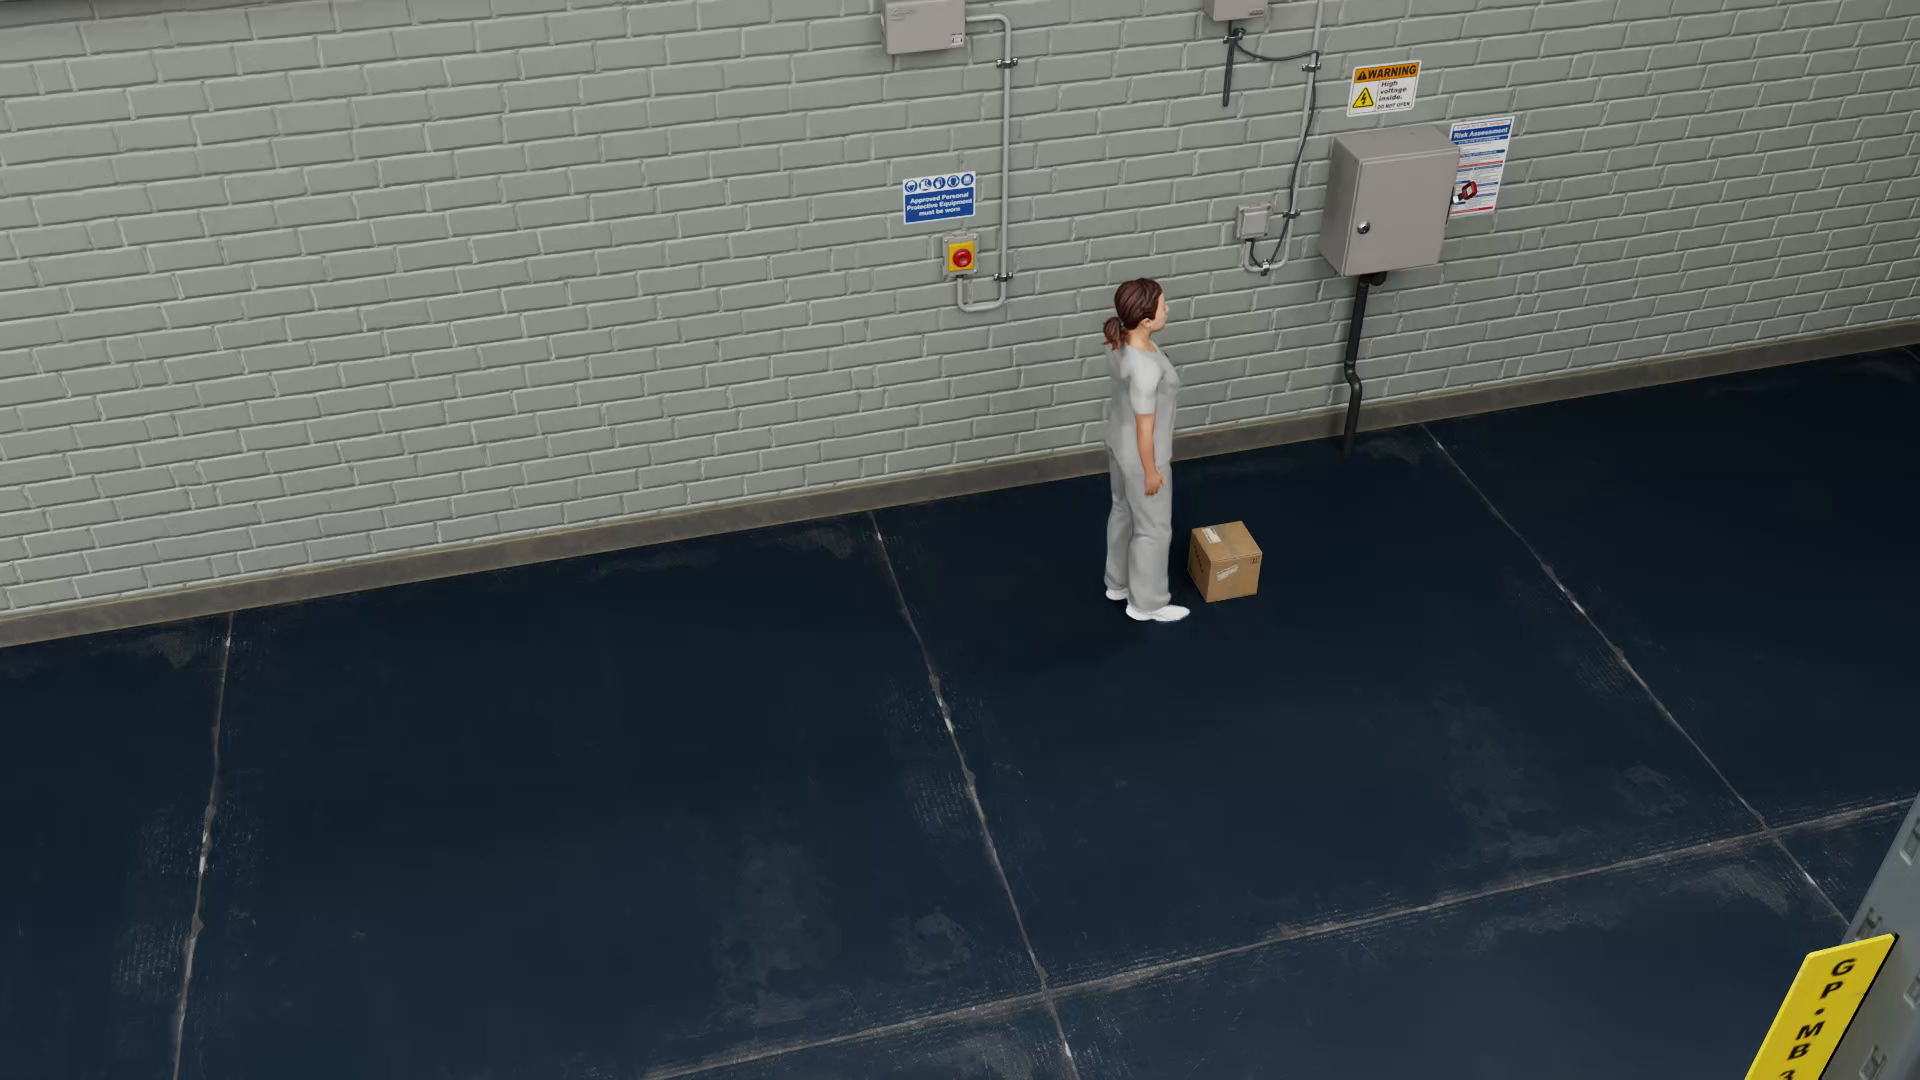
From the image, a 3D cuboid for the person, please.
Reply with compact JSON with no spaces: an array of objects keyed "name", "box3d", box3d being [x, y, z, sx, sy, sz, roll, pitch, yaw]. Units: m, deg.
[{"name":"person","box3d":[0.798,-0.378,7.211,0.460,1.708,0.450,-9,39,-11]}]
